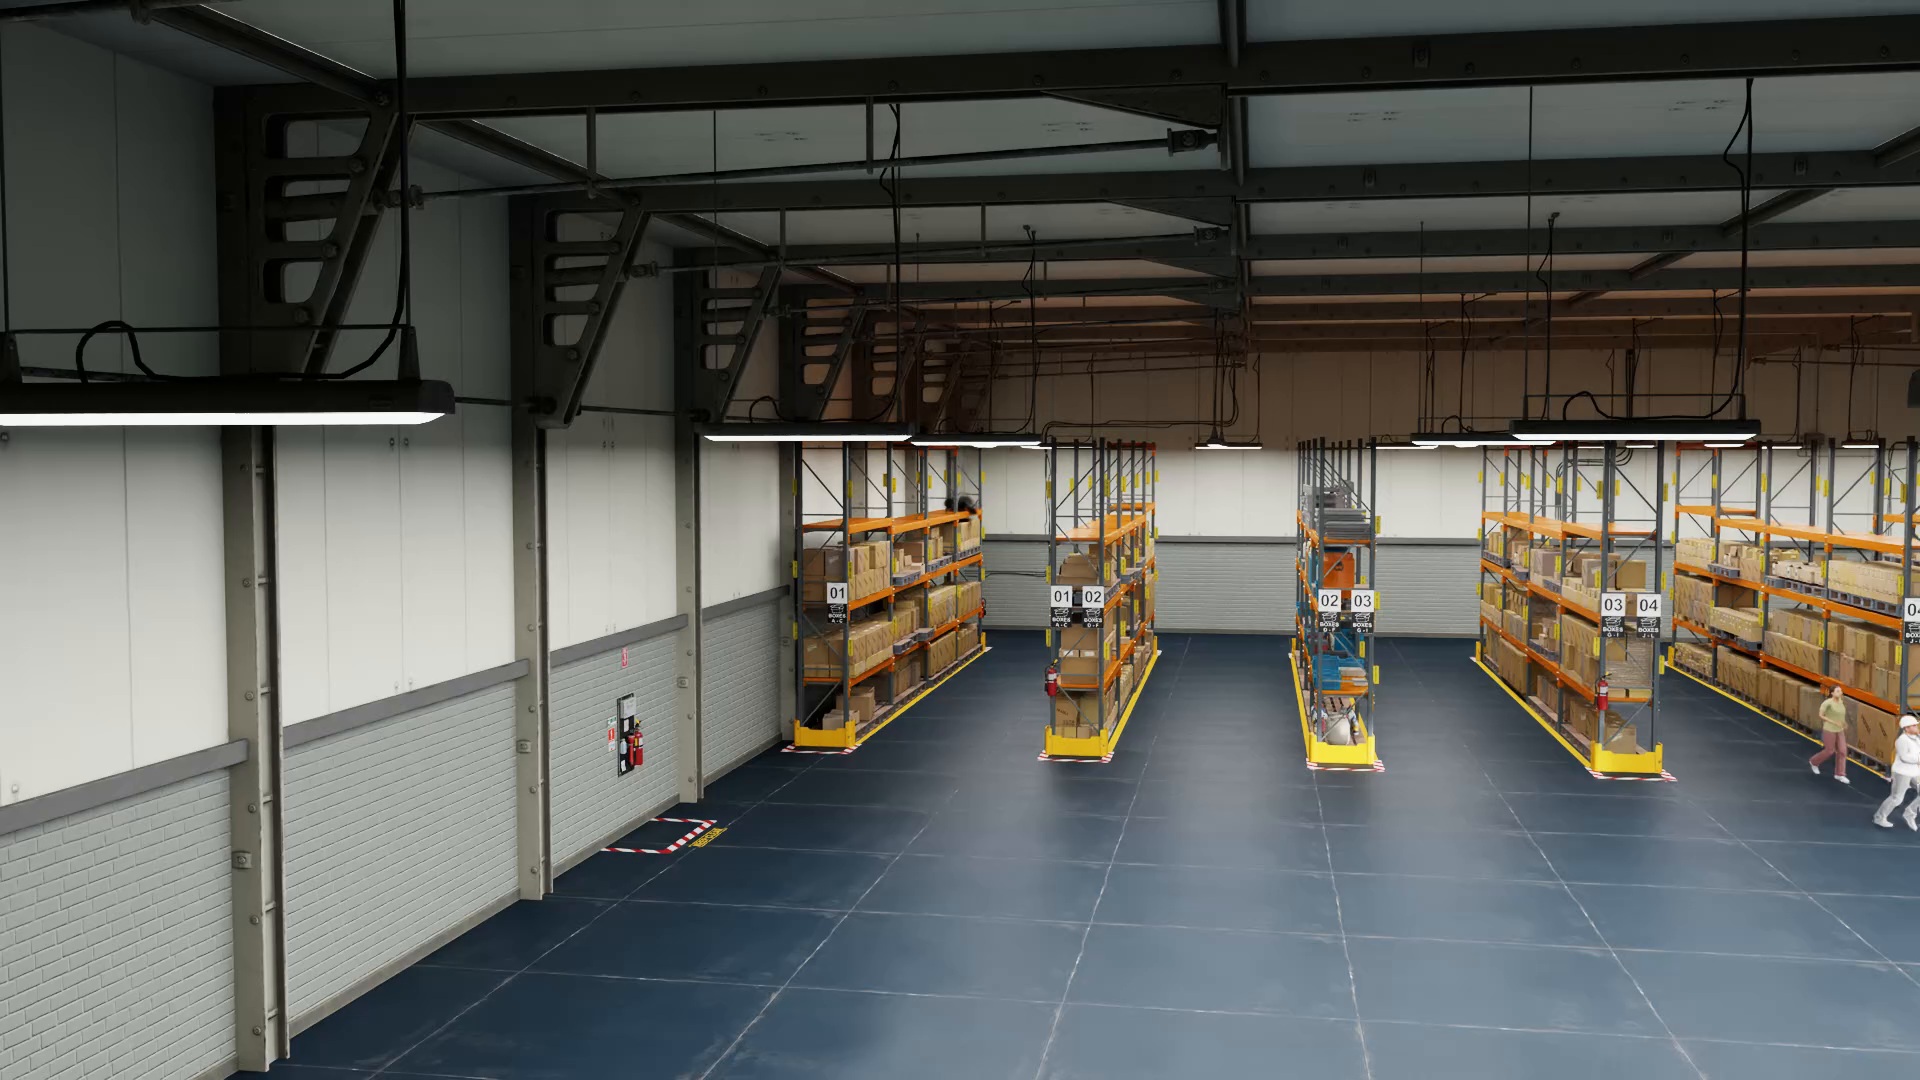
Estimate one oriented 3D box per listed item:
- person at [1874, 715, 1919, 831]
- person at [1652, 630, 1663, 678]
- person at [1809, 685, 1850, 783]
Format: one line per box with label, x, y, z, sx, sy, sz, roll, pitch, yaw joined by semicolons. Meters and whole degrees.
person;14.277;3.506;25.037;0.664;1.753;0.853;-2;4;-34
person;17.640;2.710;42.422;0.539;1.579;0.614;0;3;7
person;15.253;3.356;29.086;0.599;1.684;0.813;-1;3;-17
